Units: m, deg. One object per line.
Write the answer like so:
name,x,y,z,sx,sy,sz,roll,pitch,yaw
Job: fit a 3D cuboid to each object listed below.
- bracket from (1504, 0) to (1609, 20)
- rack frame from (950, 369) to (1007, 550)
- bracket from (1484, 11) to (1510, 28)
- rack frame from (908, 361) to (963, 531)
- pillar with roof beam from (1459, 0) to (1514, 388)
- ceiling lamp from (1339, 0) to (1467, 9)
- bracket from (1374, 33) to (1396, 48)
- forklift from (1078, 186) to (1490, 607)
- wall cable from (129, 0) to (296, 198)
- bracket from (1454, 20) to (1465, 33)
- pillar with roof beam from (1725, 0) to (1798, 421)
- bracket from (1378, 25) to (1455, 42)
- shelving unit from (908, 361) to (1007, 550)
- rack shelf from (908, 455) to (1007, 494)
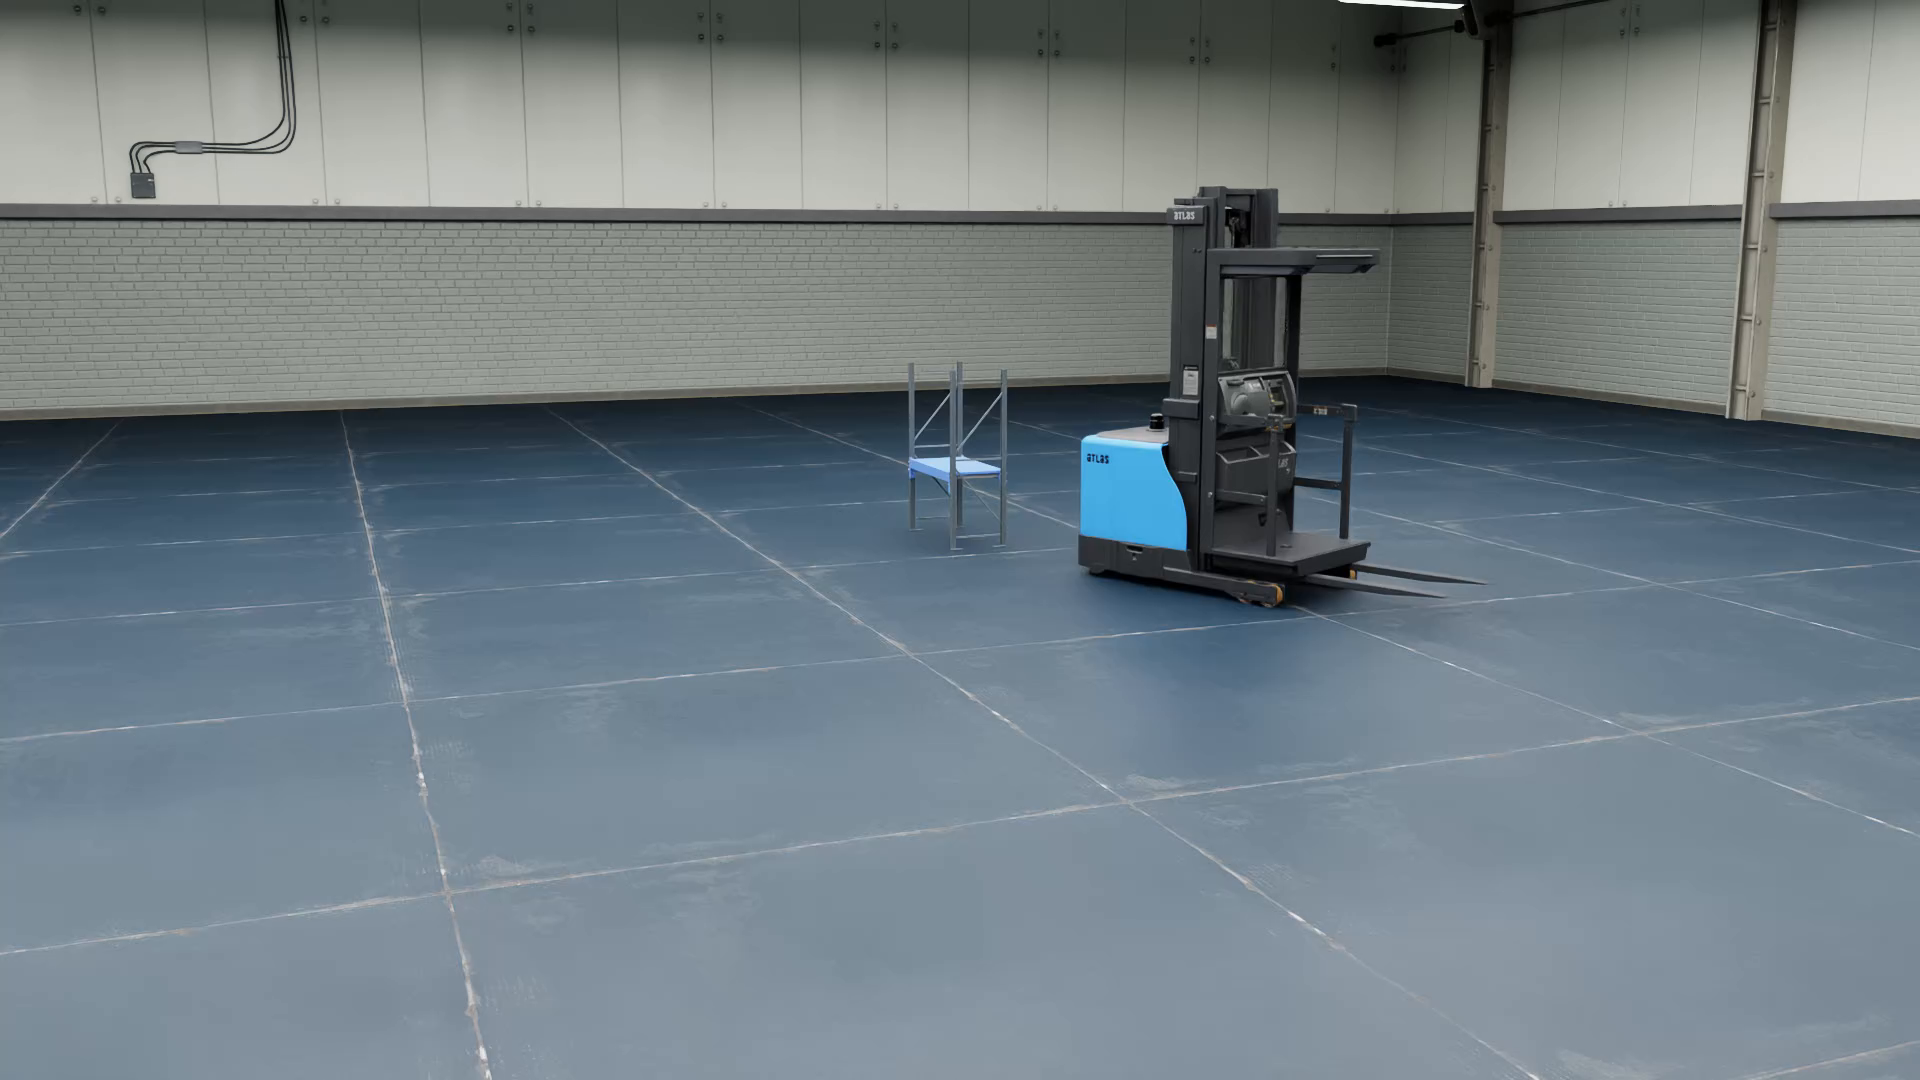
bracket,10.089,-8.450,25.953,0.076,0.066,4.783,-4,11,-21
rack frame,0.153,-0.669,13.901,0.500,1.500,0.032,-4,11,-21
bracket,9.156,-8.871,28.318,0.235,0.232,0.430,-4,11,-21
rack frame,-0.215,-0.835,14.834,0.500,1.500,0.032,-4,11,-21
pillar with roof beam,5.324,-6.916,27.604,9.100,9.000,0.548,-4,11,-21
ceiling lamp,6.113,-9.117,23.314,2.000,3.185,0.800,-4,11,-21
bracket,7.996,-9.393,31.254,0.235,0.232,0.430,-4,11,-21
forklift,2.337,-1.070,12.064,3.031,2.935,1.130,9,14,43
wall cable,-11.004,-8.029,24.152,2.305,6.003,0.169,-4,11,-21
bracket,8.855,-9.006,29.079,0.235,0.232,0.430,-4,11,-21
pillar with roof beam,7.498,-5.936,22.099,9.100,9.000,0.400,-4,11,-21
bracket,8.210,-9.297,30.712,0.076,0.066,3.189,-4,11,-21
shelving unit,-0.031,-0.752,14.367,0.538,1.500,1.048,-4,11,-21
rack shelf,-0.031,-0.575,14.399,0.538,0.185,1.000,-4,11,-21
